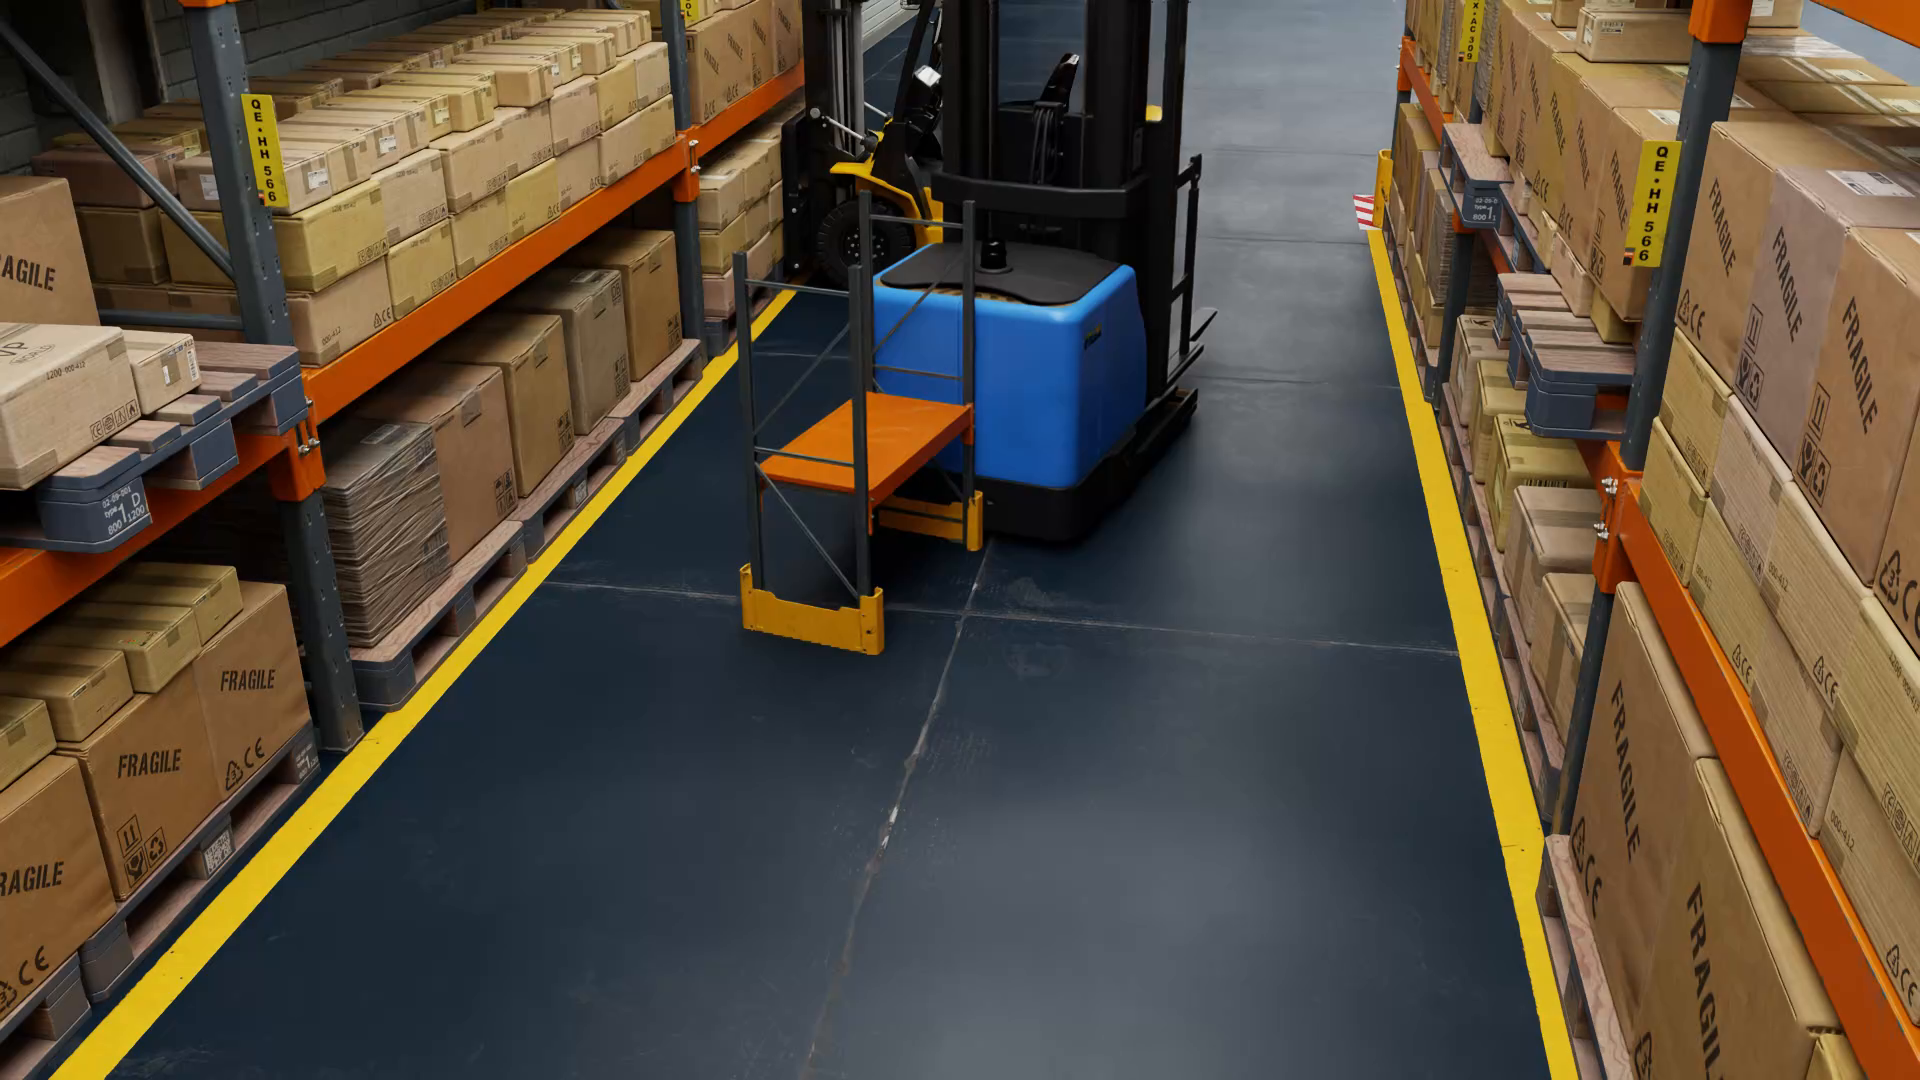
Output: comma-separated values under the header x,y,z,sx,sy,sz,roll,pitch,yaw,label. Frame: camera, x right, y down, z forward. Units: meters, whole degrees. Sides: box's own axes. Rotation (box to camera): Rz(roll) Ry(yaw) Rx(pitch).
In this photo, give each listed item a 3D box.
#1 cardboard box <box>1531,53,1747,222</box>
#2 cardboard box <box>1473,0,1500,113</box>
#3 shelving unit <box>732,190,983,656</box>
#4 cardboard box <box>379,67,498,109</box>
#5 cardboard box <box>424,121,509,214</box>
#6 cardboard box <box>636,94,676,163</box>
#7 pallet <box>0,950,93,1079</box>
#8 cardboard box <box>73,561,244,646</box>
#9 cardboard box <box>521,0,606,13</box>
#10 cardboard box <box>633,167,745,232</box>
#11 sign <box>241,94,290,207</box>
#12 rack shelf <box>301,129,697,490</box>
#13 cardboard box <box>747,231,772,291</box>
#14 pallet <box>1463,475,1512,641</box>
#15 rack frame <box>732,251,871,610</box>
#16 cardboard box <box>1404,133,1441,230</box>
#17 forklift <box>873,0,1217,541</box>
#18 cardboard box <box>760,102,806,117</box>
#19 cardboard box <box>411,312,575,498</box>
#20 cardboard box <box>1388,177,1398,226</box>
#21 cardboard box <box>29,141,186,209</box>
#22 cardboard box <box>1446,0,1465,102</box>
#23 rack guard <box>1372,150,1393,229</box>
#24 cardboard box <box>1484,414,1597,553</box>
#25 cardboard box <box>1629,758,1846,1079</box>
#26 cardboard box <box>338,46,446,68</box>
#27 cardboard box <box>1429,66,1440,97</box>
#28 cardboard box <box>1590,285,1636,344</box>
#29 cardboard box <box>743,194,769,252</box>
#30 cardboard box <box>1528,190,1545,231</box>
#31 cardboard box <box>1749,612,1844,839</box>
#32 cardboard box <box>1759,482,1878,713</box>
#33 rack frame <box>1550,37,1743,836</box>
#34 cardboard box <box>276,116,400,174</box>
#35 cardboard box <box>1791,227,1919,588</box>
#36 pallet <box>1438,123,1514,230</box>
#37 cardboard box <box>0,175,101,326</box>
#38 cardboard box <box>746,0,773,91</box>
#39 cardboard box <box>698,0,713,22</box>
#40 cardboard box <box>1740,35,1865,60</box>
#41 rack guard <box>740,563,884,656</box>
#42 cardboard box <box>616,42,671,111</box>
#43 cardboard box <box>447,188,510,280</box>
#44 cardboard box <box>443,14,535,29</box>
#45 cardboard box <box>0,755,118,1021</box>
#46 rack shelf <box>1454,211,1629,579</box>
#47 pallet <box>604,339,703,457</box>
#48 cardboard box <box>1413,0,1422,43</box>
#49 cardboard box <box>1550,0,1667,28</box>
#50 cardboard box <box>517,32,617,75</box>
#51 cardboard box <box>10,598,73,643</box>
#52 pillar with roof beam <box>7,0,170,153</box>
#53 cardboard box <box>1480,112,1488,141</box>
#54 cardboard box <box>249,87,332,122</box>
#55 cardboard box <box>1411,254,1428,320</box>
x,y,z,sx,sy,sz,roll,pitch,yaw,label
2.278,-1.350,5.631,0.500,0.500,0.500,2,25,5,cardboard box
2.617,-2.209,7.467,0.500,0.500,0.500,5,25,10,cardboard box
-0.376,-0.495,6.539,0.587,1.500,1.083,10,27,21,shelving unit
-2.084,-1.792,6.658,0.380,0.149,0.250,4,25,9,cardboard box
-2.075,-1.439,6.372,0.500,0.250,0.500,3,25,7,cardboard box
-1.745,-2.061,8.291,0.500,0.250,0.500,5,25,10,cardboard box
-2.936,1.397,4.017,1.003,0.211,1.213,4,25,9,pallet
-2.405,0.188,4.999,0.380,0.149,0.250,3,25,6,cardboard box
-2.122,-2.849,8.915,0.380,0.149,0.250,4,25,8,cardboard box
-1.532,-1.936,9.416,0.500,0.250,0.500,4,25,8,cardboard box
-2.038,-1.139,4.873,0.100,0.325,0.005,4,25,9,sign
-2.248,-1.195,7.114,1.077,0.370,4.000,4,25,9,rack shelf
-1.447,-1.695,10.081,0.500,0.250,0.500,3,25,7,cardboard box
2.654,0.085,6.819,1.003,0.211,1.213,4,25,9,pallet
-0.570,-0.301,6.123,0.500,1.500,0.032,10,27,21,rack frame
3.051,-2.216,10.310,0.500,0.500,0.500,5,25,10,cardboard box
0.577,-1.923,7.900,1.130,2.935,3.031,10,27,21,forklift
-1.185,-2.788,11.237,0.500,0.250,0.500,4,25,9,cardboard box
-2.250,-0.614,7.330,0.875,0.625,0.625,3,25,6,cardboard box
3.226,-2.315,11.405,0.500,0.250,0.500,4,25,8,cardboard box
-2.721,-1.174,5.336,0.380,0.149,0.250,5,26,10,cardboard box
2.881,-2.614,8.827,0.500,0.500,0.500,5,26,10,cardboard box
3.618,-2.524,12.053,1.175,0.500,0.348,4,25,9,rack guard
2.667,-0.204,6.751,0.950,0.372,0.625,5,26,10,cardboard box
1.978,1.086,3.403,0.875,0.875,0.875,4,25,9,cardboard box
-2.450,-2.035,7.176,0.380,0.149,0.250,4,25,8,cardboard box
2.969,-2.697,9.770,0.380,0.149,0.250,4,25,9,cardboard box
2.117,-0.689,4.985,0.380,0.149,0.250,4,25,9,cardboard box
-1.457,-1.920,9.973,0.500,0.250,0.500,4,25,8,cardboard box
2.320,-1.225,6.131,0.380,0.149,0.250,3,25,7,cardboard box
1.837,0.348,3.145,0.500,0.250,0.500,5,26,10,cardboard box
1.817,0.118,3.047,0.500,0.250,0.500,4,25,8,cardboard box
2.323,-0.342,4.443,1.000,3.000,0.127,4,25,9,rack frame
-2.173,-1.357,5.729,0.380,0.149,0.250,5,25,10,cardboard box
1.830,-0.227,2.900,0.500,0.500,0.500,5,25,10,cardboard box
2.708,-1.619,7.396,1.003,0.211,1.213,4,25,9,pallet
-2.813,-0.715,4.627,0.500,0.500,0.500,5,26,11,cardboard box
-1.440,-3.001,10.005,0.500,0.500,0.500,4,25,8,cardboard box
-1.568,-2.920,9.067,0.380,0.149,0.250,5,25,10,cardboard box
2.873,-1.534,6.025,0.500,0.500,0.500,3,25,7,cardboard box
-0.570,0.265,6.389,0.587,0.250,0.087,10,27,21,rack guard
-1.749,-2.293,8.197,0.500,0.250,0.500,3,25,7,cardboard box
-2.097,-1.211,6.476,0.500,0.250,0.500,3,25,7,cardboard box
-2.285,-2.456,8.075,0.380,0.149,0.250,3,25,7,cardboard box
-2.607,0.877,4.292,0.500,0.500,0.500,5,26,11,cardboard box
2.650,-0.853,6.382,1.077,0.370,4.000,4,25,9,rack shelf
-2.003,-0.784,8.675,1.003,0.211,1.213,4,25,9,pallet
3.198,-3.472,10.661,0.500,0.500,0.500,5,26,10,cardboard box
2.475,-2.045,6.352,0.380,0.149,0.250,5,26,11,cardboard box
-1.786,-2.211,7.552,0.380,0.149,0.250,3,25,7,cardboard box
-2.920,0.414,5.280,0.500,0.500,0.500,5,26,10,cardboard box
0.997,-3.711,4.563,9.100,9.000,0.400,4,25,9,pillar with roof beam
2.575,-1.882,7.534,0.380,0.149,0.250,4,25,9,cardboard box
-2.595,-1.606,6.260,0.380,0.149,0.250,4,25,8,cardboard box
2.885,-1.449,9.556,0.500,0.250,0.500,3,25,7,cardboard box
